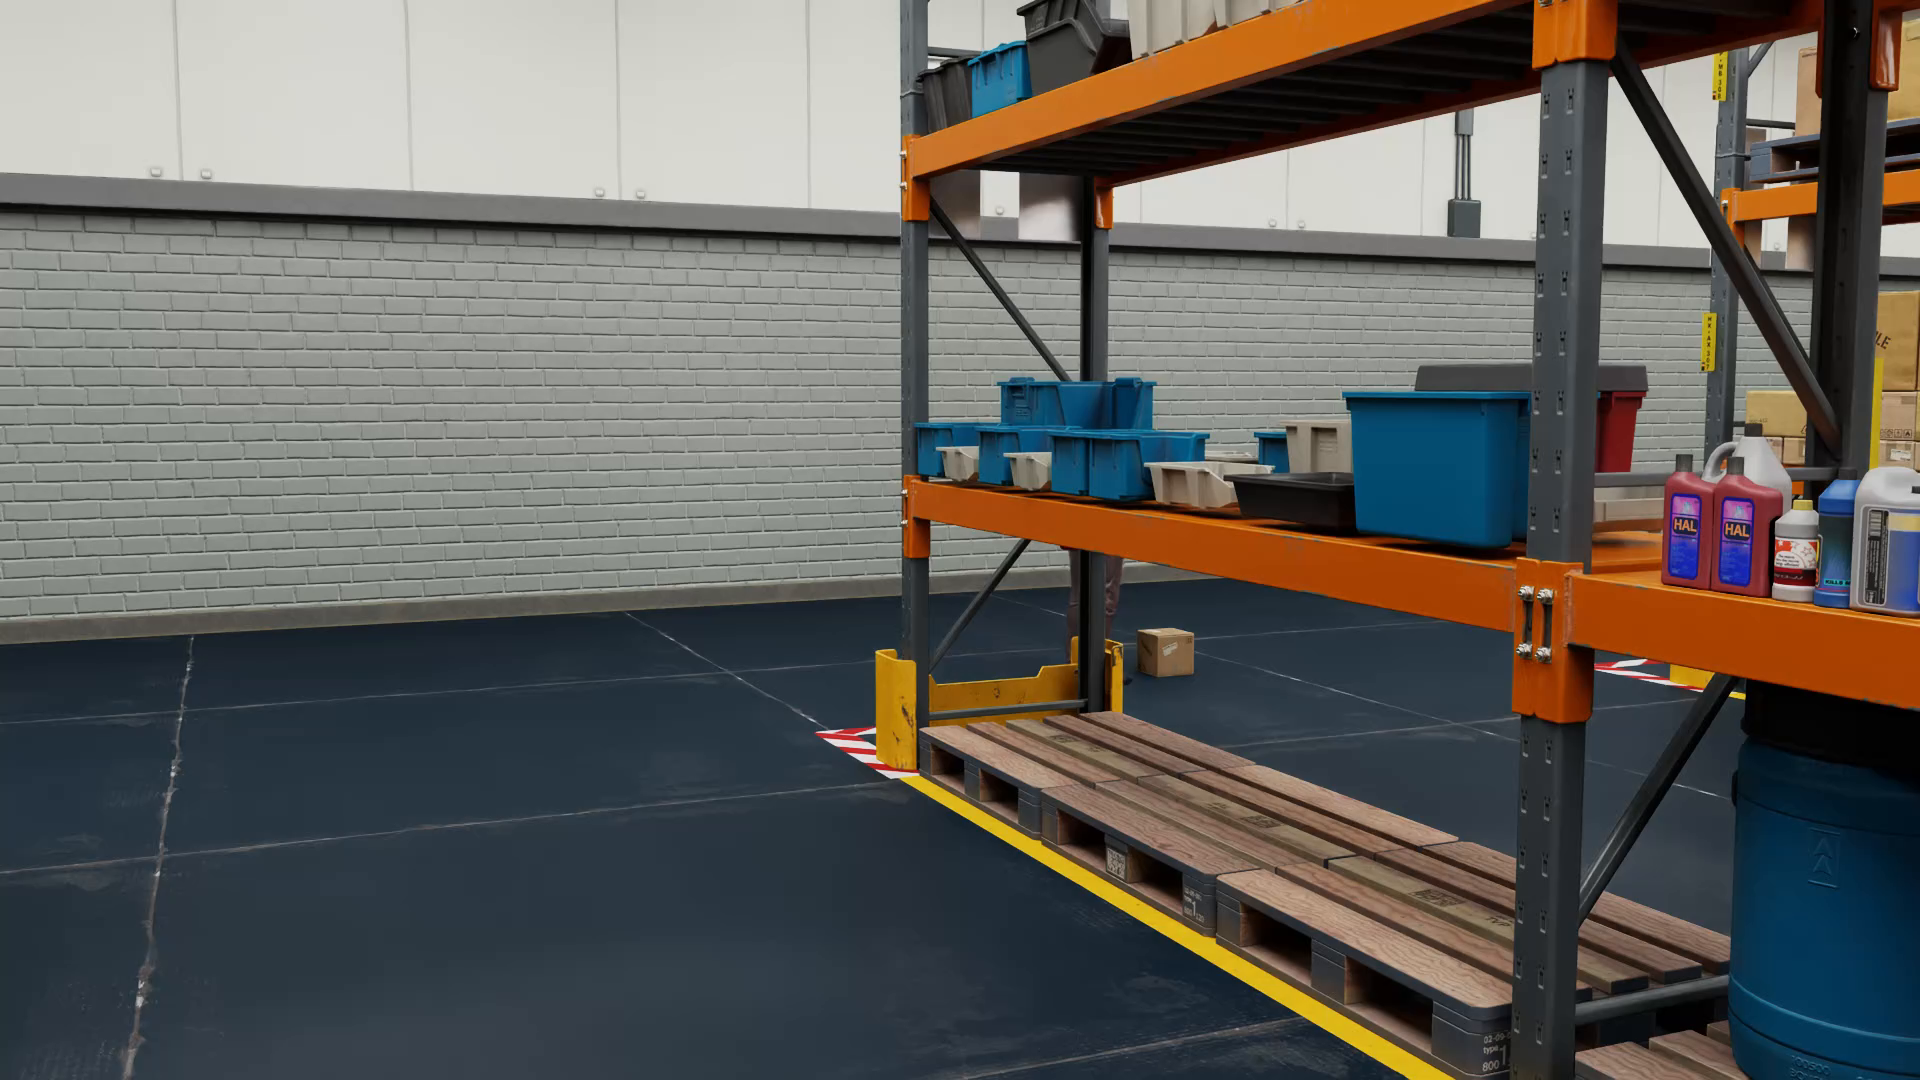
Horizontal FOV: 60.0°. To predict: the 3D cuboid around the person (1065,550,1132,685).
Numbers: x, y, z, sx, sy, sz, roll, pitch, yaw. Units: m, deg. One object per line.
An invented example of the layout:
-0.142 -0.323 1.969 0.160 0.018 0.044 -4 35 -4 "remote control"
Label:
0.788 -0.034 9.777 0.358 1.740 0.544 -2 6 -24 "person"
